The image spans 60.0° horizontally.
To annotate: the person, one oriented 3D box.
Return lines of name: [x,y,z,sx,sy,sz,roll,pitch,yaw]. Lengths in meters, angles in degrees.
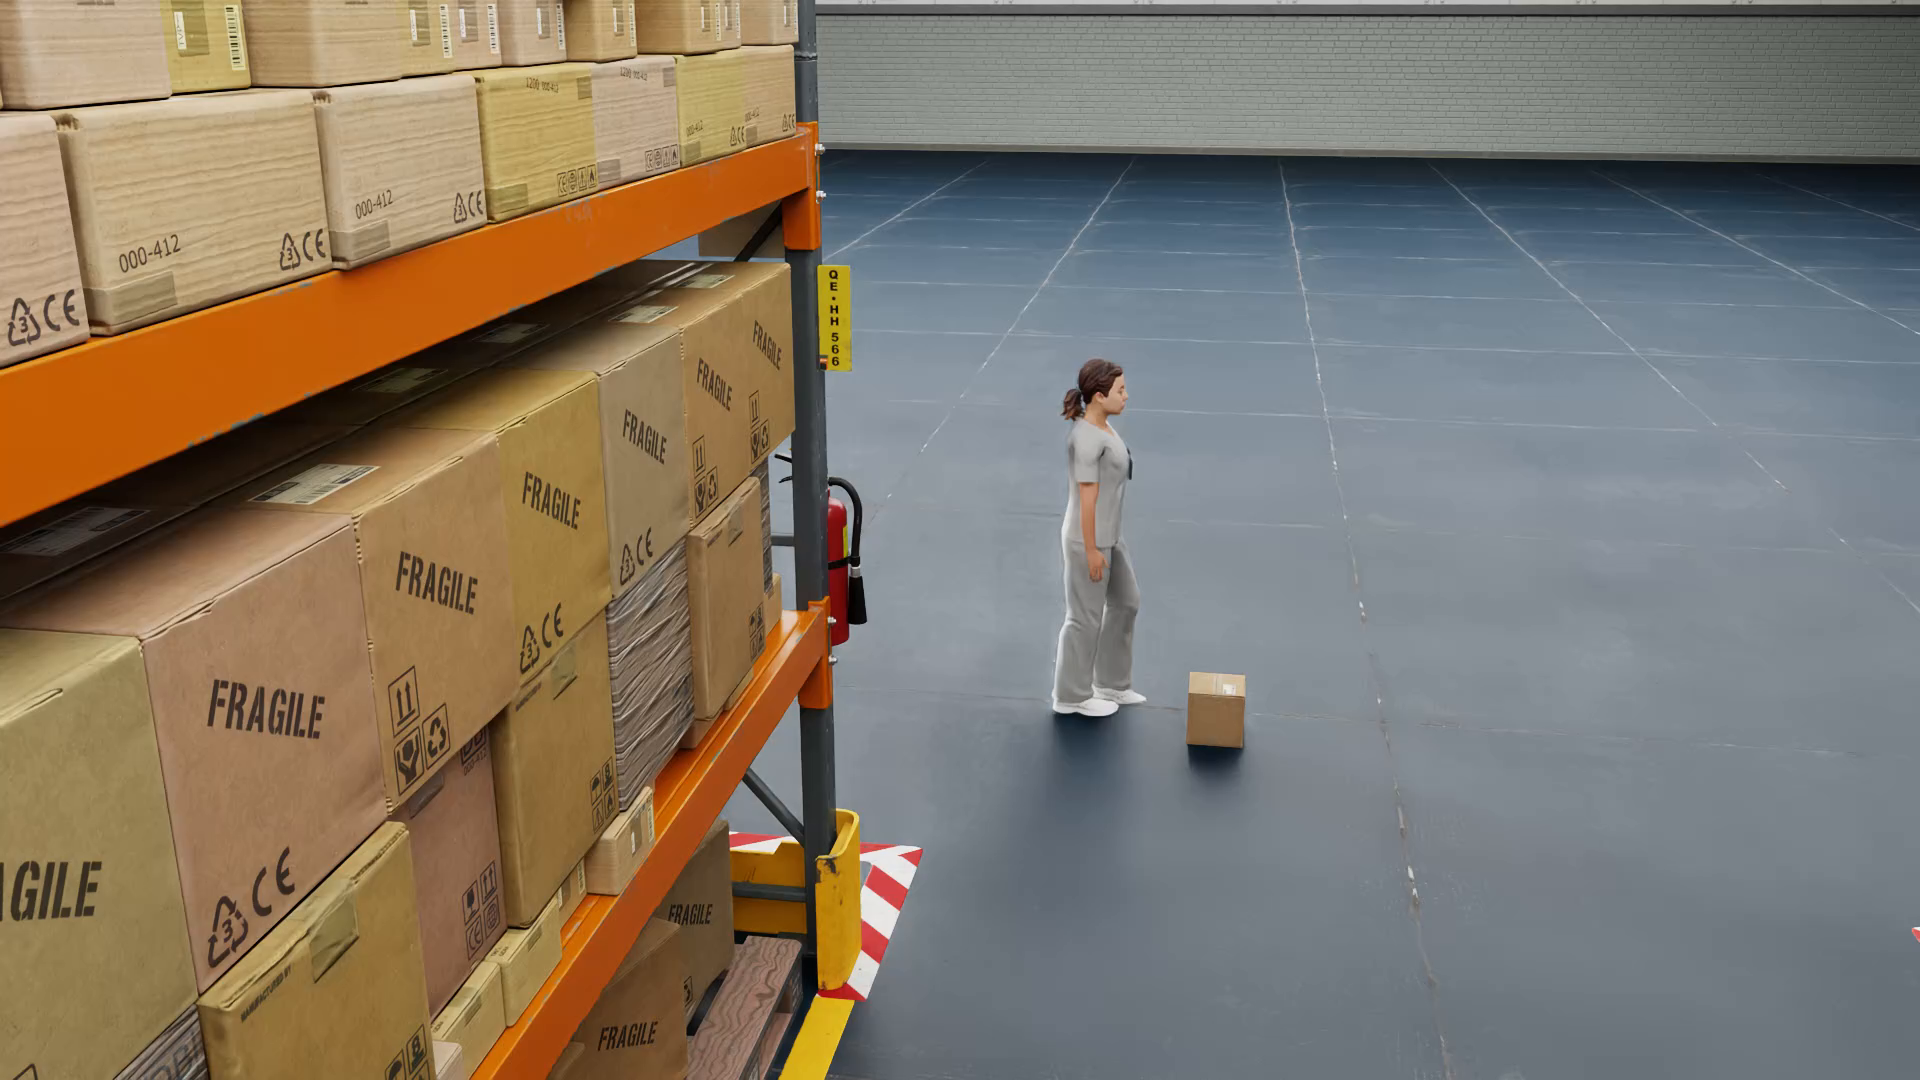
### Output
person: [0.644,0.023,7.524,0.432,1.716,0.457,4,18,11]
